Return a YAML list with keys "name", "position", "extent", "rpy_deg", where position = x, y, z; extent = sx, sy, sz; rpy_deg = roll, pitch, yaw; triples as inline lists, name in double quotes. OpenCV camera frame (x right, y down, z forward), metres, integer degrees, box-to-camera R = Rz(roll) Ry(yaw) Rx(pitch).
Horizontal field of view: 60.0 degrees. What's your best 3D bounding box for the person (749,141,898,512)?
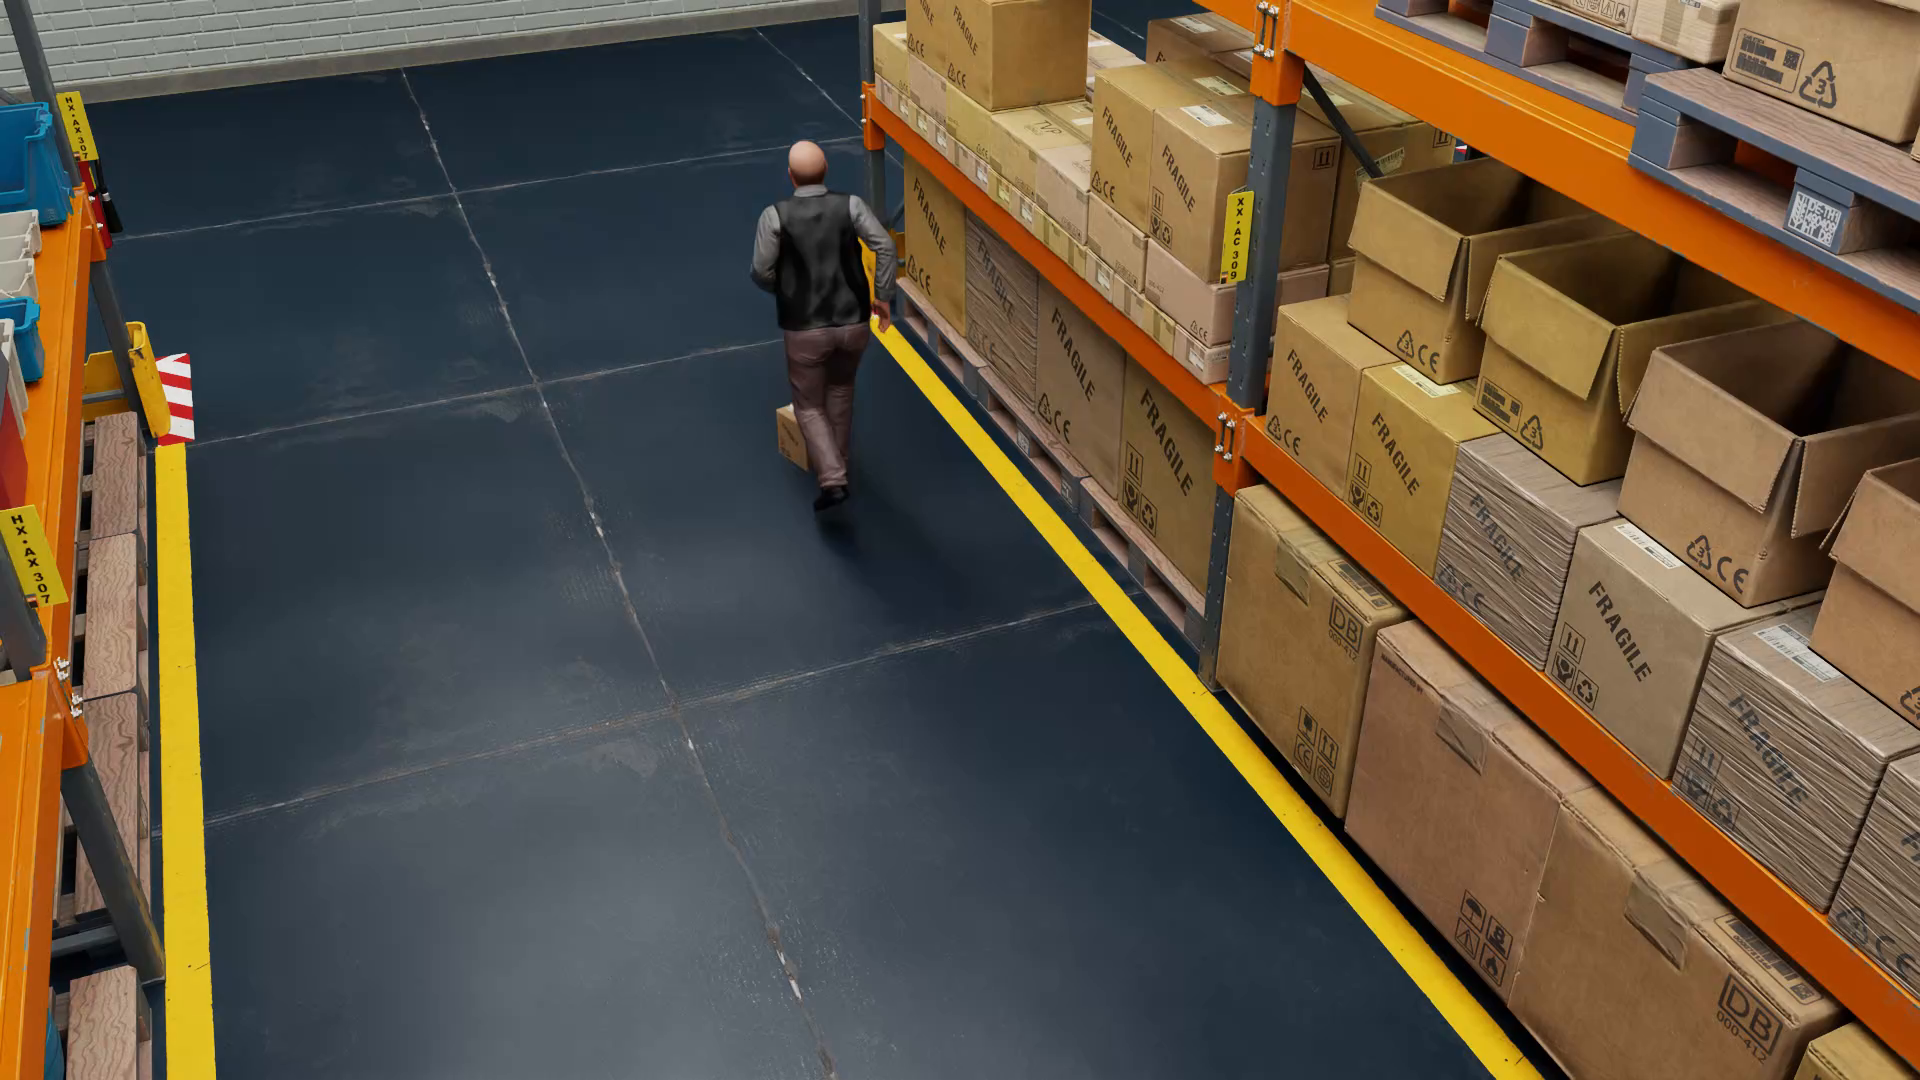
- name: "person"
  position: [-0.596, -0.953, 7.685]
  extent: [0.650, 1.651, 0.872]
  rpy_deg: [-13, 35, -19]
